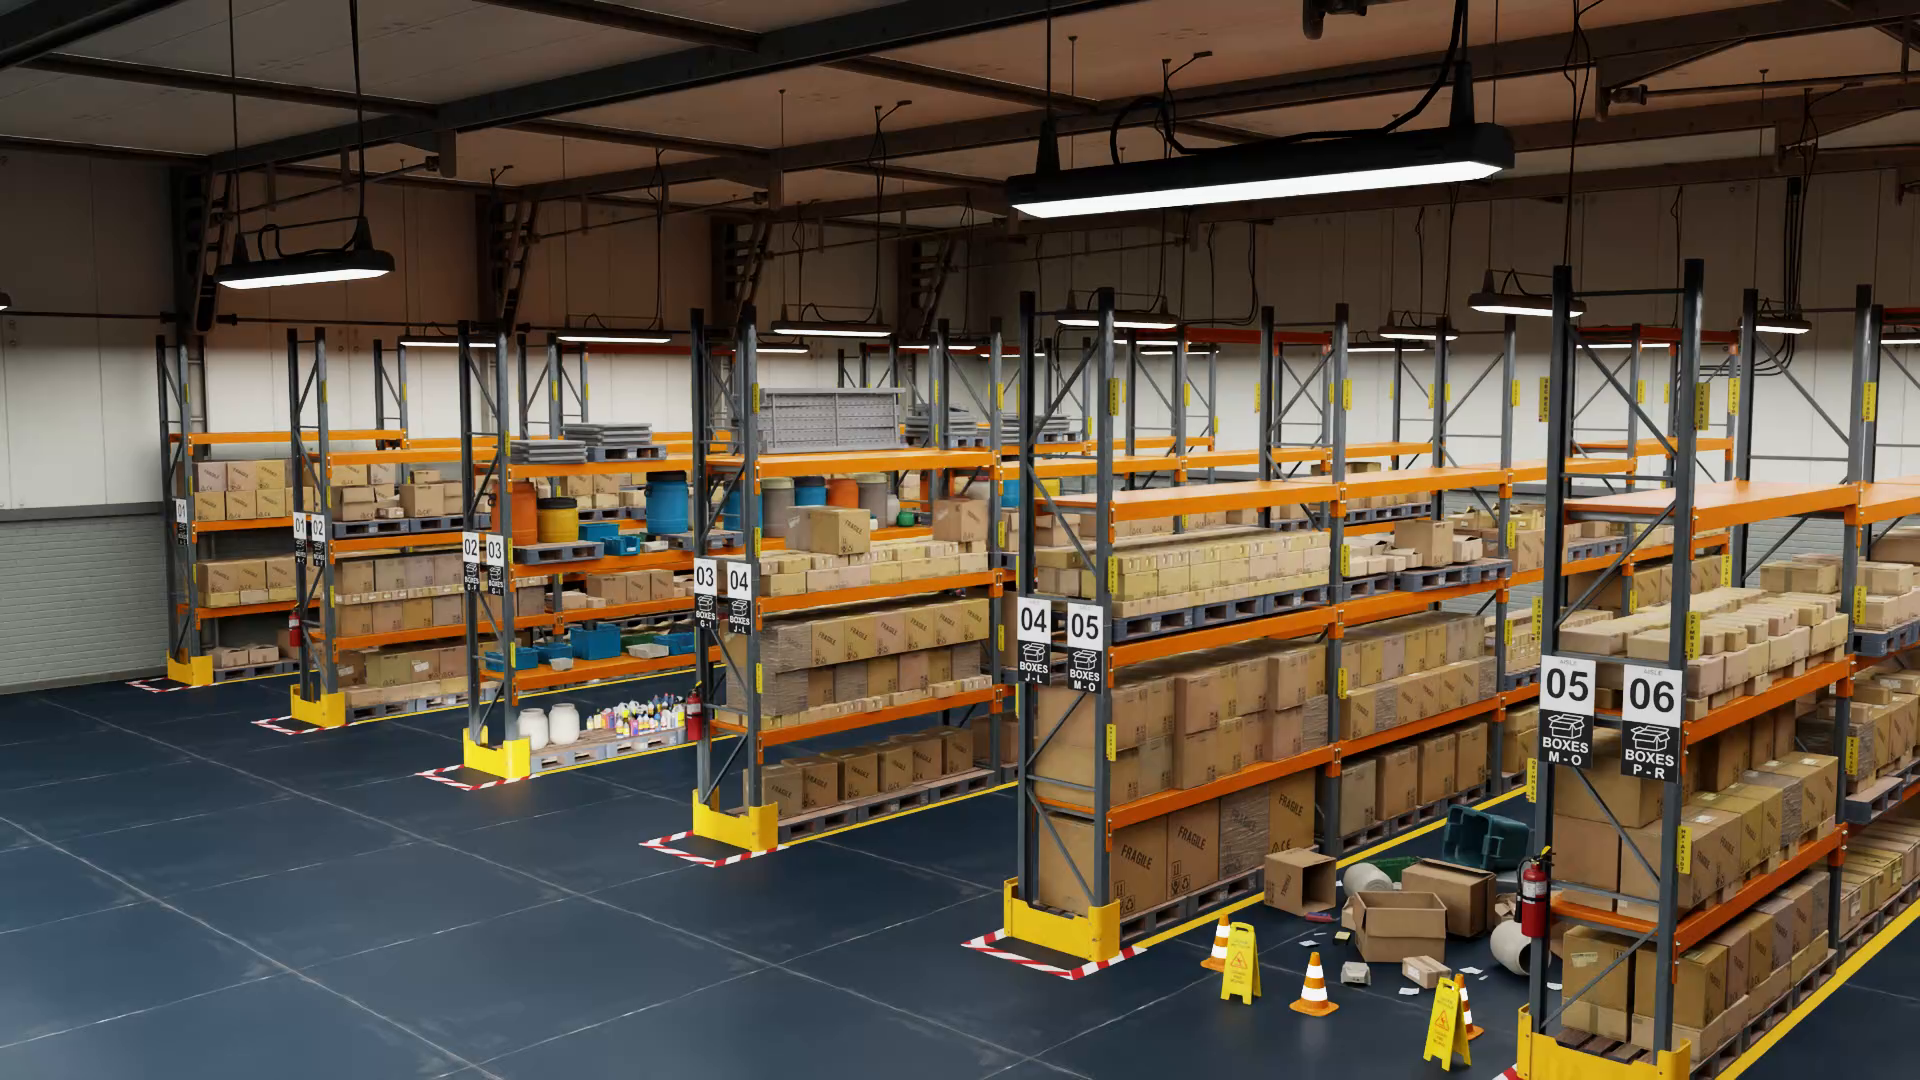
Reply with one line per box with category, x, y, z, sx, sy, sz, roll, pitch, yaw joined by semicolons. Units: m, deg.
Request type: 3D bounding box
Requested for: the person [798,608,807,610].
person;-3.005;1.463;29.933;0.684;1.720;1.039;5;7;44
